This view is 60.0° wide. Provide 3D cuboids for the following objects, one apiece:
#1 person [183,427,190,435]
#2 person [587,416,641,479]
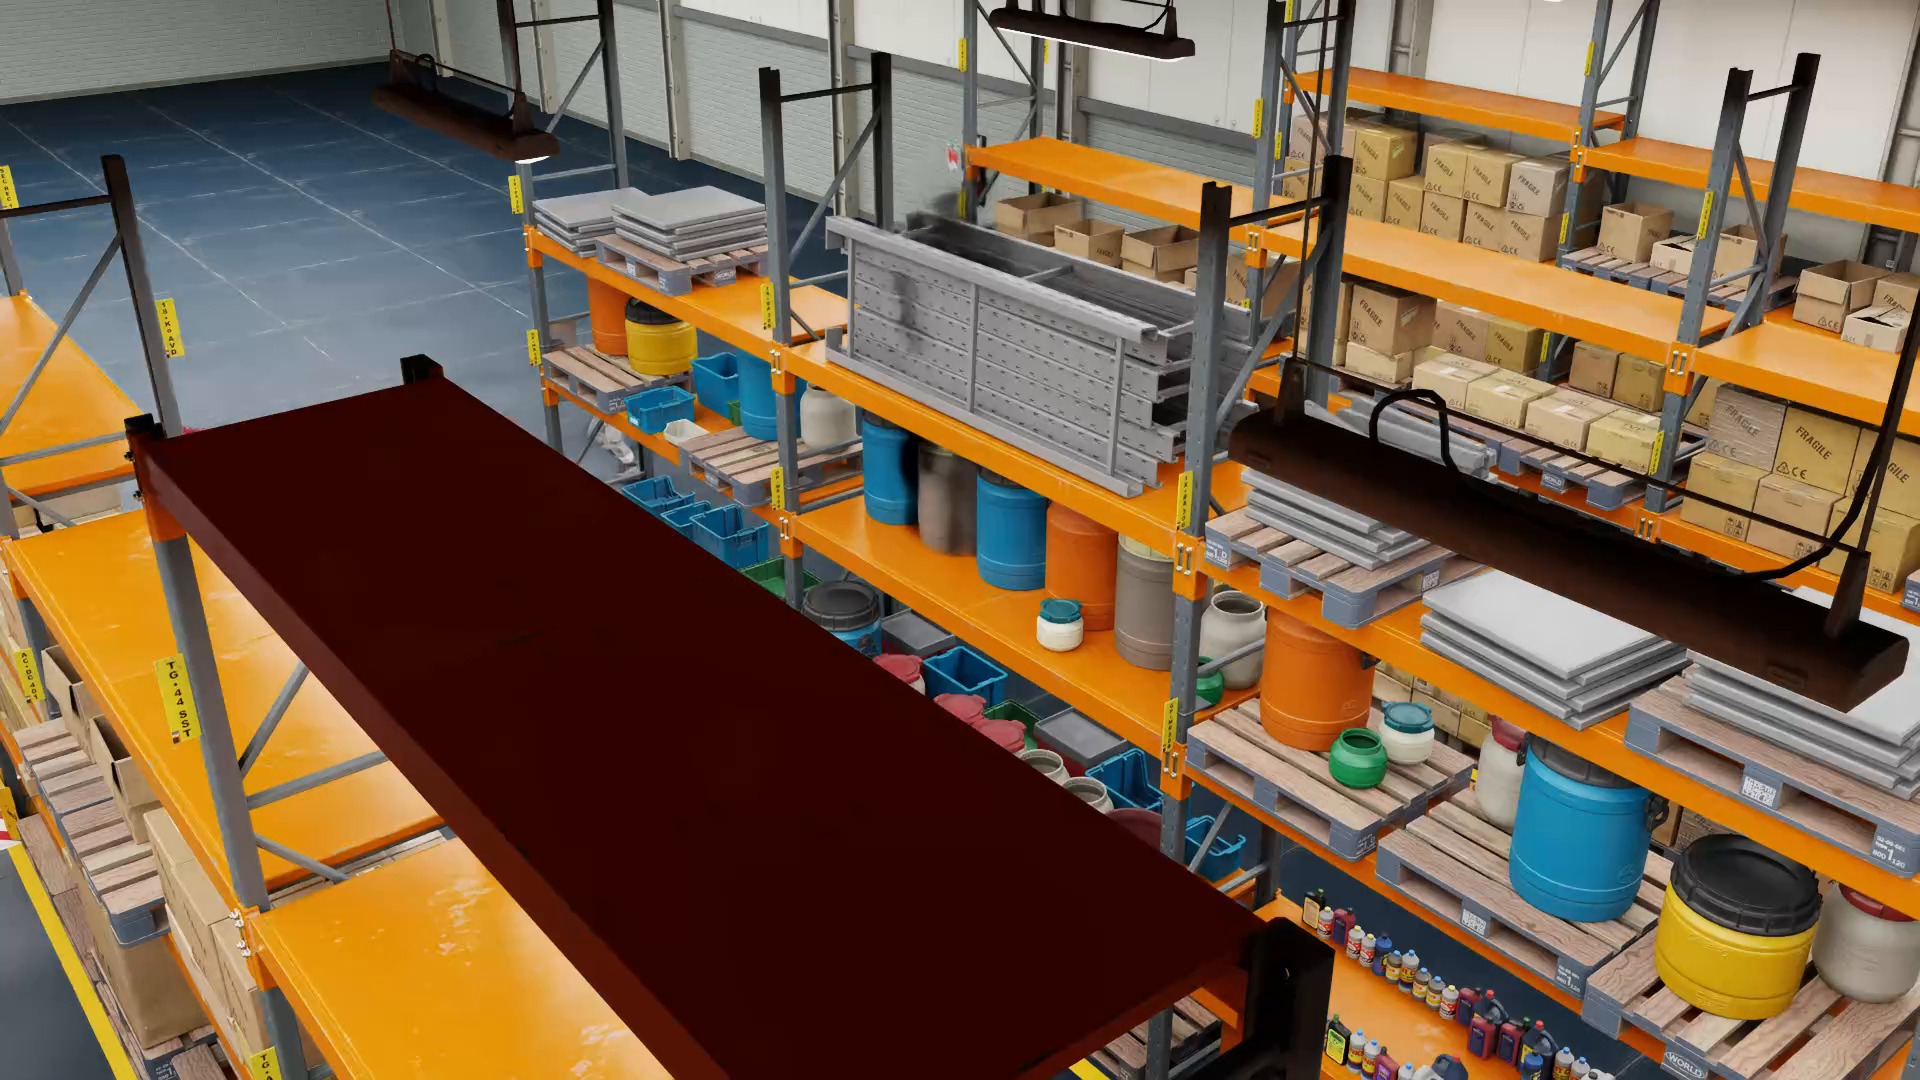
[{"bbox_3d":[-7.810,-0.301,16.841,0.908,1.801,0.667,-2,26,-4],"label":"person"},{"bbox_3d":[-4.097,-1.513,19.337,0.635,1.742,0.649,-6,27,-13],"label":"person"}]
